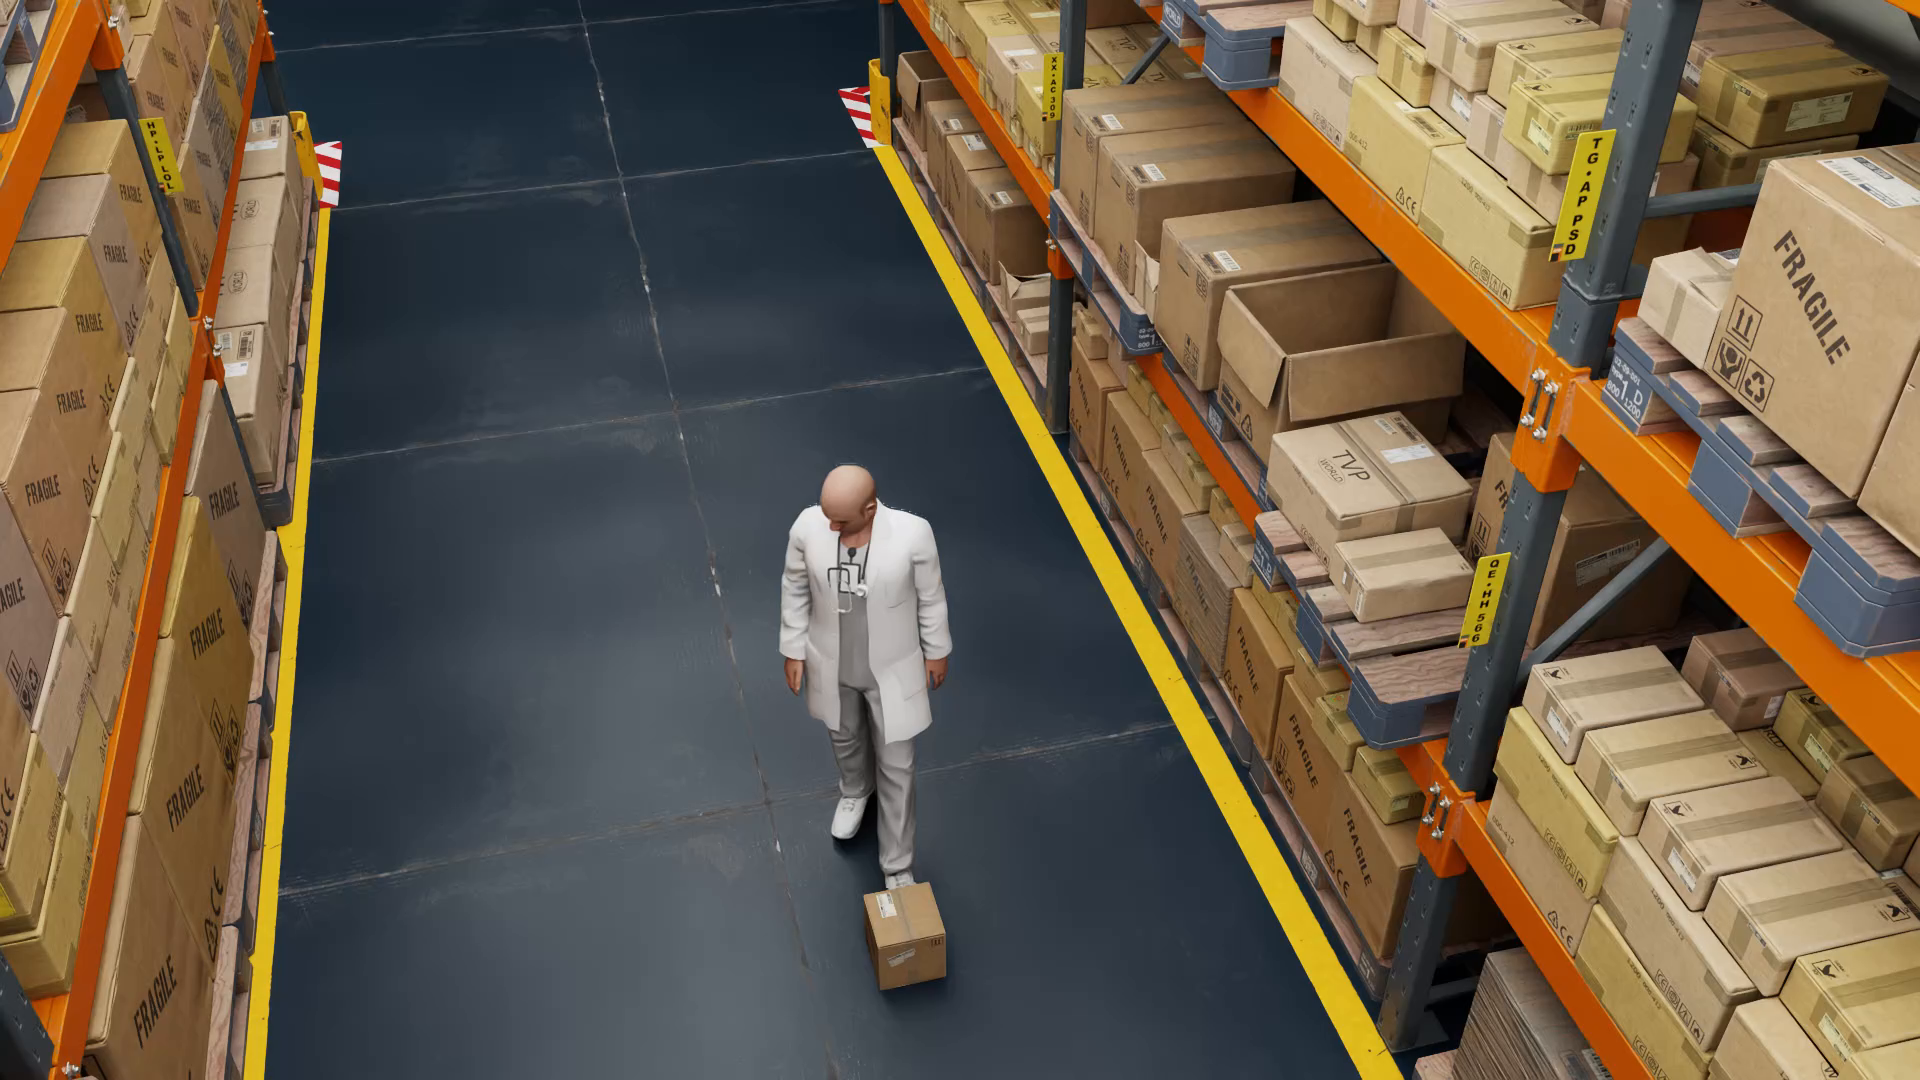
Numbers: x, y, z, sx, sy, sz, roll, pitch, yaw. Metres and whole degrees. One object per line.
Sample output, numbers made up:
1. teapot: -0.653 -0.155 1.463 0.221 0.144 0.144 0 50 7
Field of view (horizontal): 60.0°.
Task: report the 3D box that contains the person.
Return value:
1. person: -0.378 0.515 6.036 0.632 1.759 0.734 7 38 9
